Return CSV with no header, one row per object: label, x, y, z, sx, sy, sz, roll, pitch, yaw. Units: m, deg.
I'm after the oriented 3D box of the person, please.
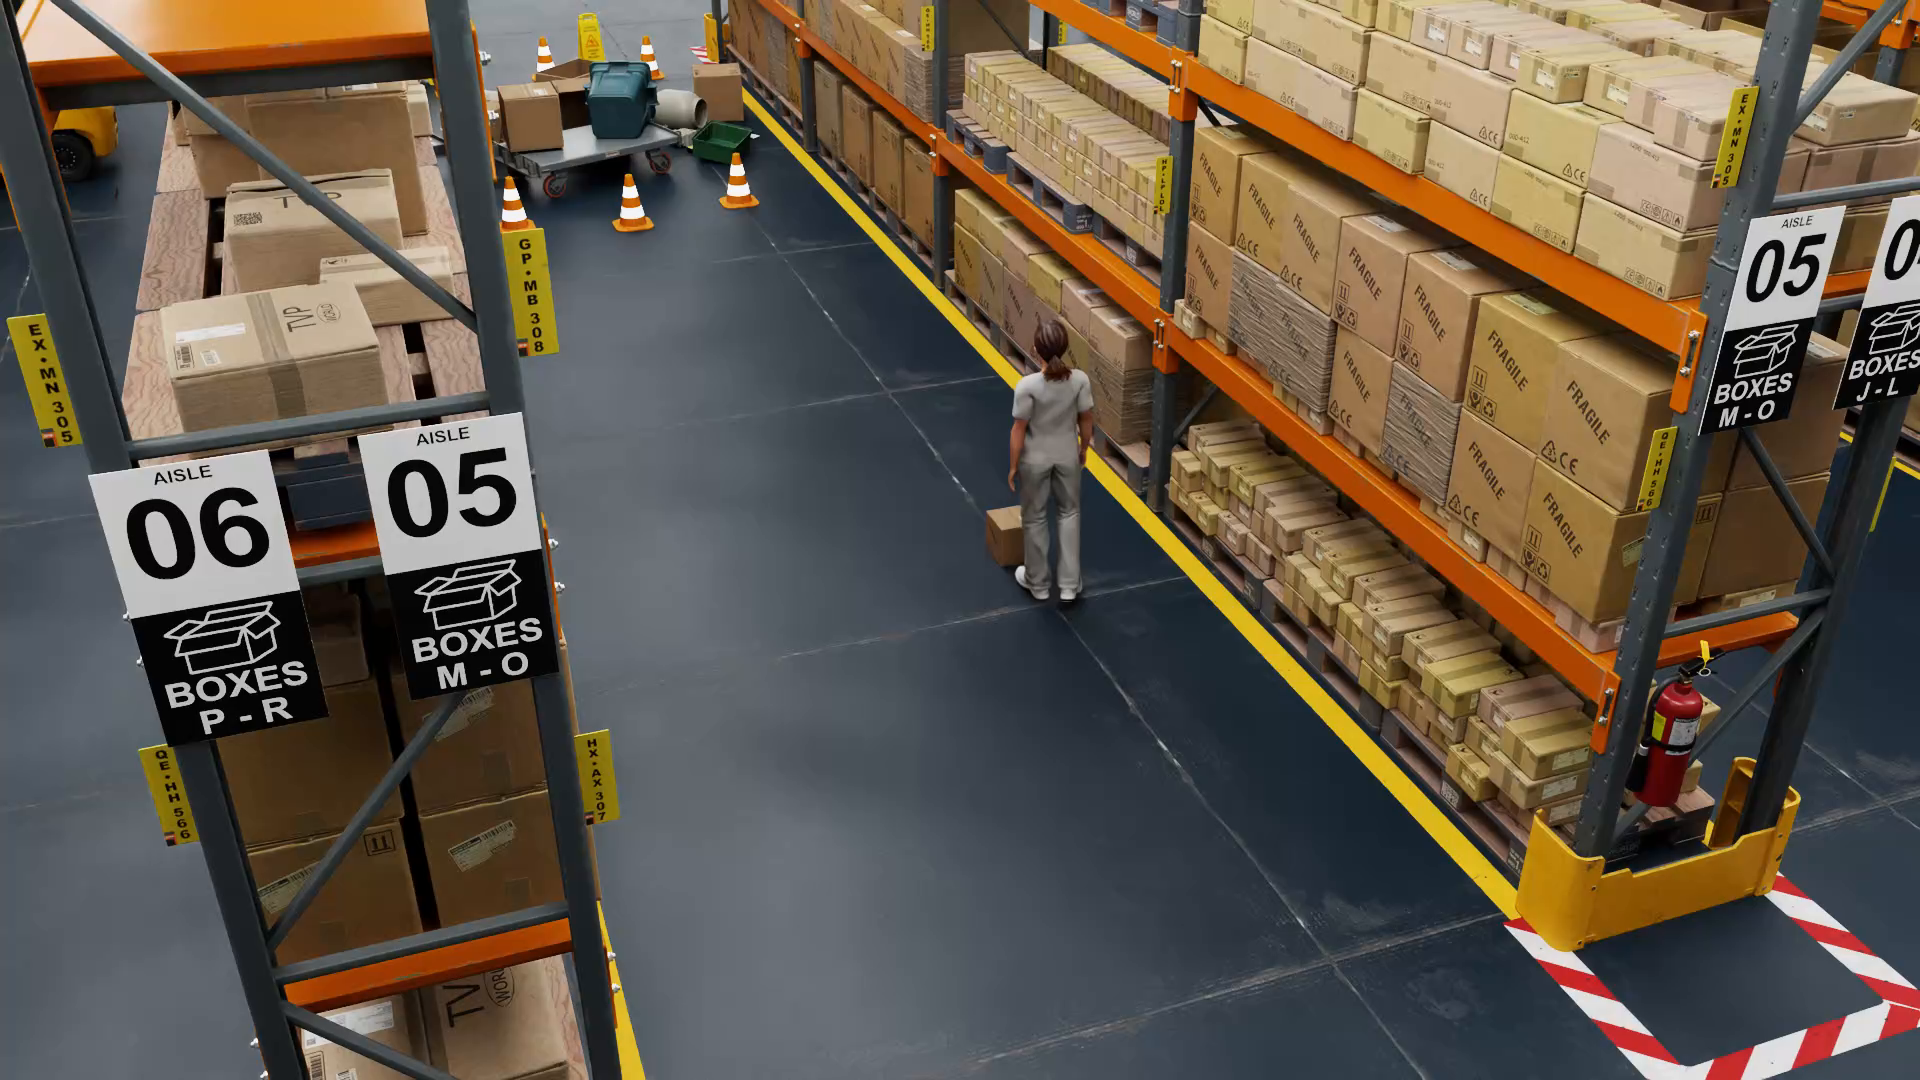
person,0.486,-0.425,9.051,0.470,1.668,0.441,-7,31,-13
